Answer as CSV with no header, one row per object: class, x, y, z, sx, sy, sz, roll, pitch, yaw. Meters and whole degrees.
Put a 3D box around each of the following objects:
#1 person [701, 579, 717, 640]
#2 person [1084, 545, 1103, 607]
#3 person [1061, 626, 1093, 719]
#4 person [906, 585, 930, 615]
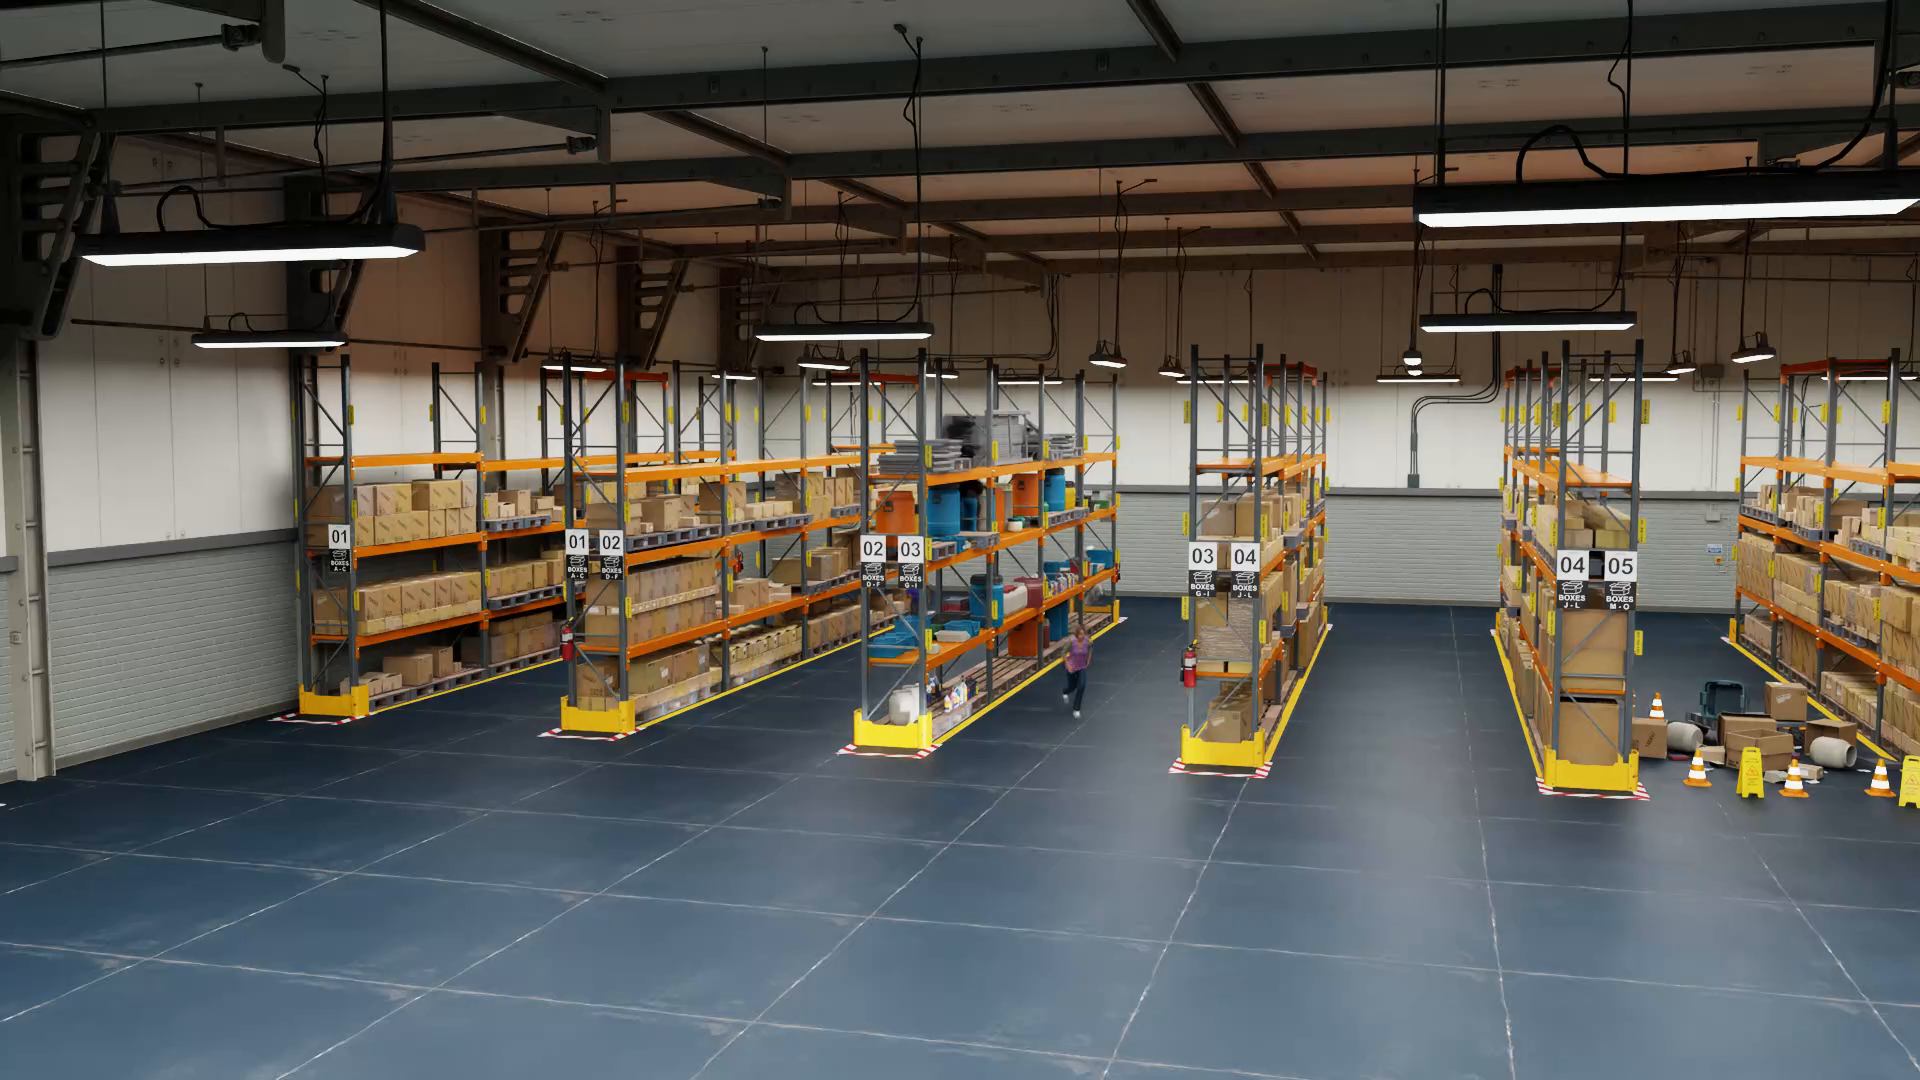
person,-5.735,1.344,36.895,0.643,1.766,0.776,0,4,5
person,3.351,1.017,41.694,0.560,1.761,0.685,4,6,41
person,1.912,2.174,27.805,0.550,1.551,0.863,-2,5,-20
person,-0.918,1.468,36.605,0.513,1.594,0.913,0,4,4
